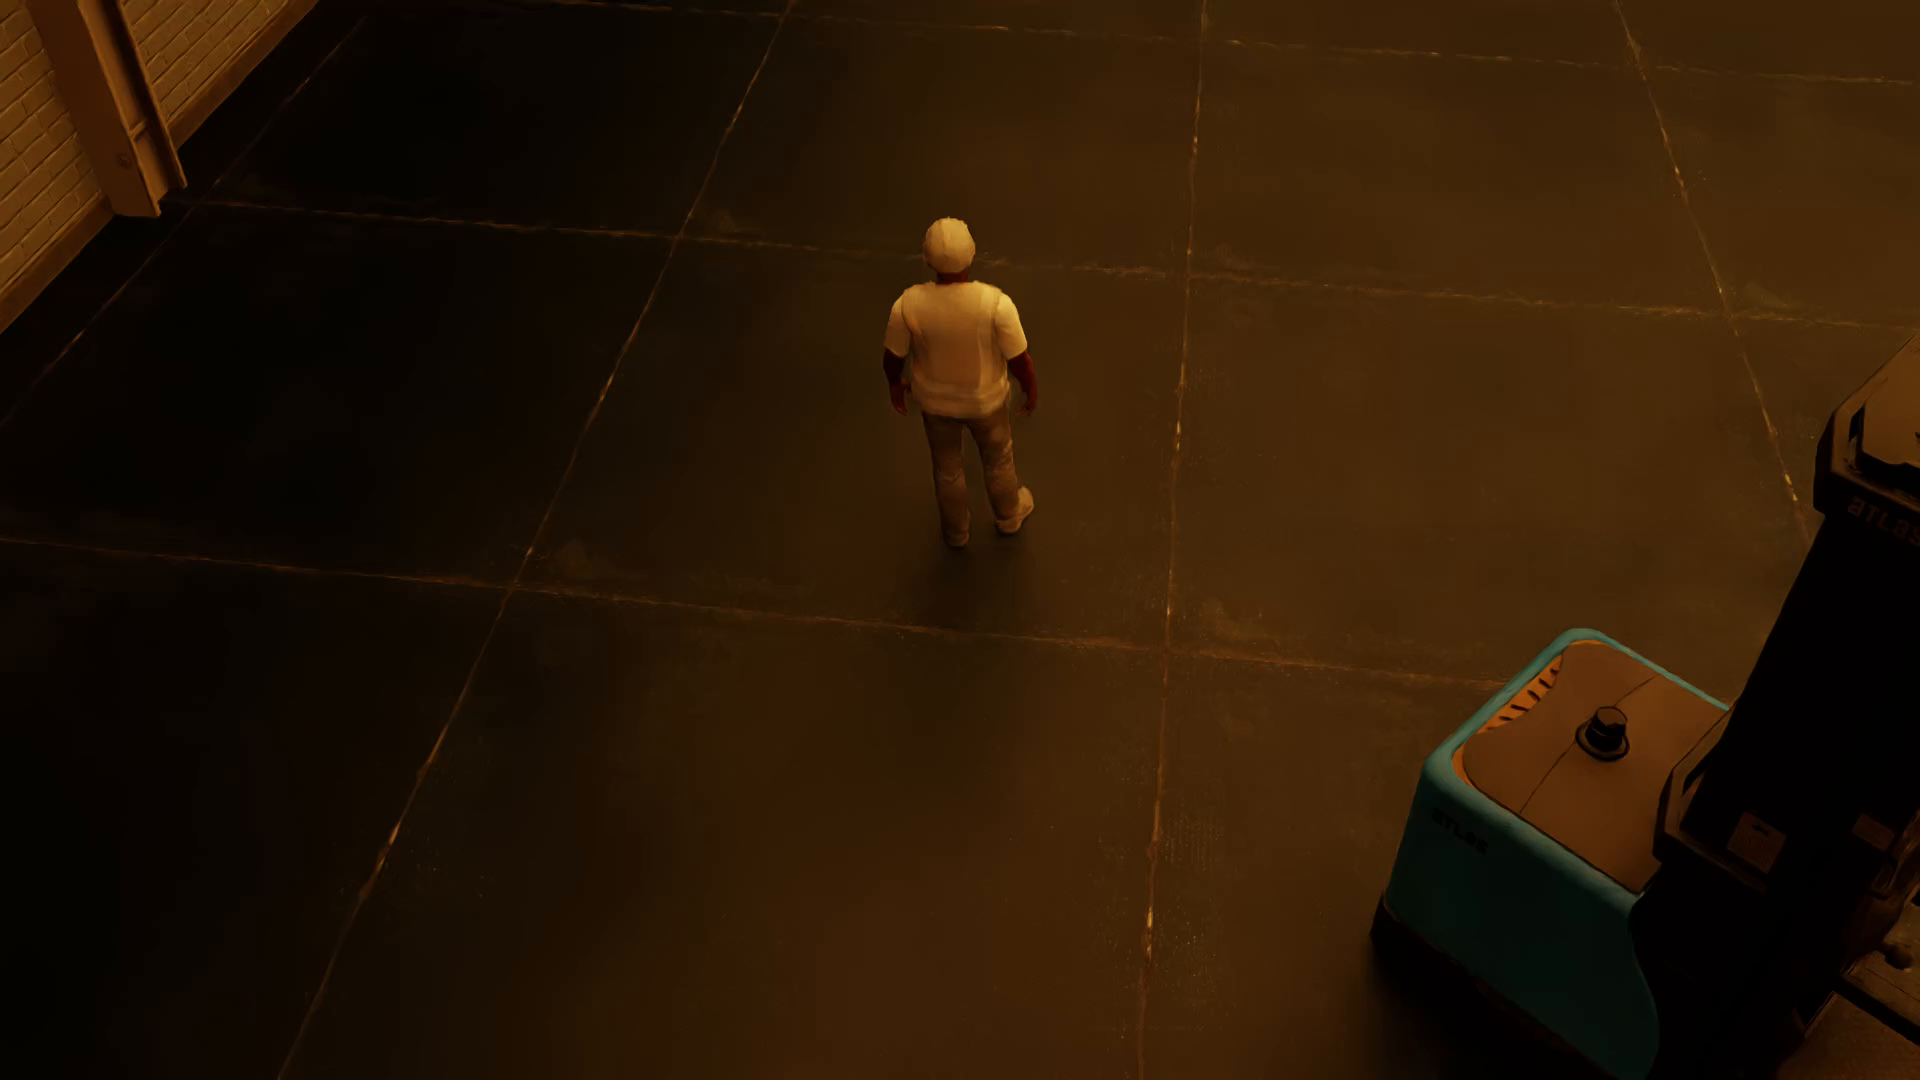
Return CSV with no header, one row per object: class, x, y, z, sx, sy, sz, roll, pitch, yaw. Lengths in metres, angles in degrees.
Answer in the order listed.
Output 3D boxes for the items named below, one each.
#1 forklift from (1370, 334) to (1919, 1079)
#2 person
forklift,2.905,0.948,4.692,1.130,2.935,3.031,-33,52,-31
person,0.015,-0.702,7.339,0.665,1.766,0.576,5,43,6
